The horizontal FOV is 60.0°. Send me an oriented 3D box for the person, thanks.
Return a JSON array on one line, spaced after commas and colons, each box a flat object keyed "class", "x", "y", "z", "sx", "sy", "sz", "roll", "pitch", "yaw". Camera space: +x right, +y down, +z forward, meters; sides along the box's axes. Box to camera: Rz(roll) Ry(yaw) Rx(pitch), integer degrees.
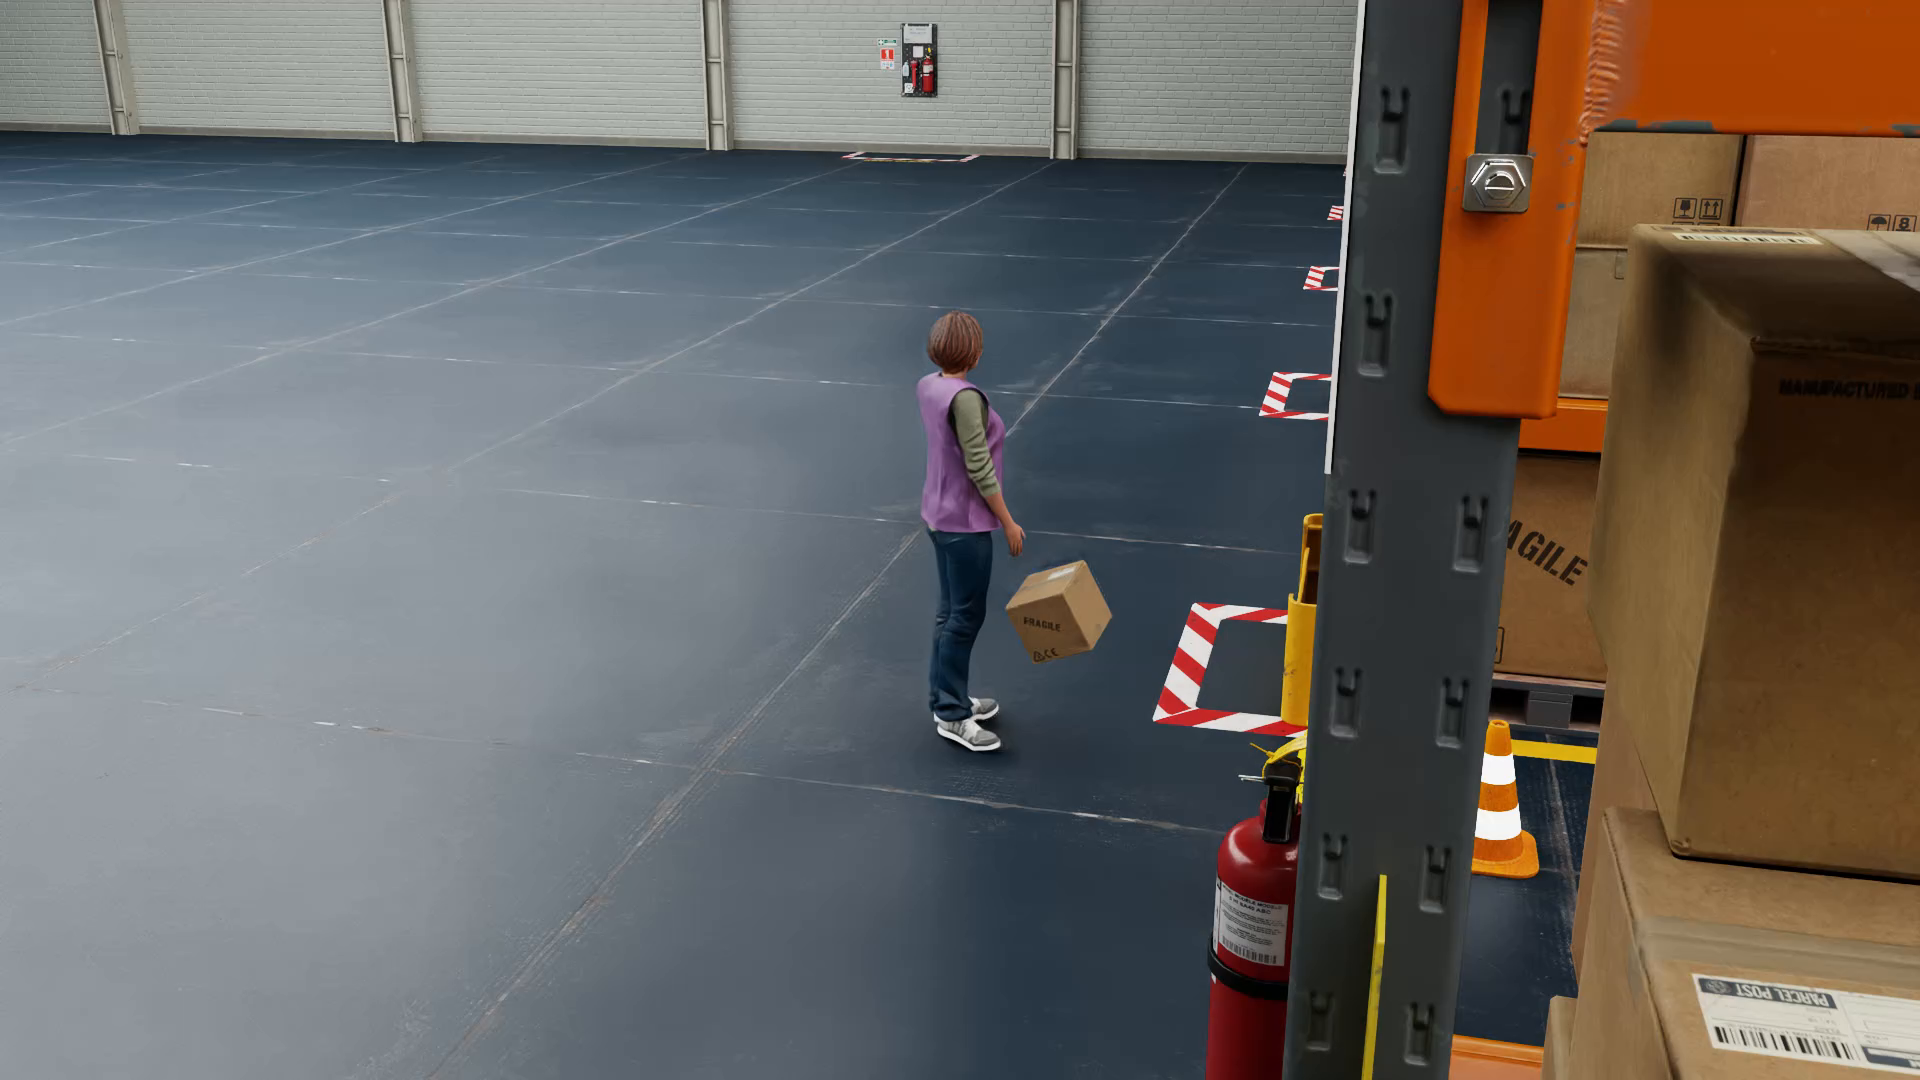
[{"class": "person", "x": 0.043, "y": -0.044, "z": 6.164, "sx": 0.343, "sy": 1.605, "sz": 0.517, "roll": -6, "pitch": 19, "yaw": -17}]
